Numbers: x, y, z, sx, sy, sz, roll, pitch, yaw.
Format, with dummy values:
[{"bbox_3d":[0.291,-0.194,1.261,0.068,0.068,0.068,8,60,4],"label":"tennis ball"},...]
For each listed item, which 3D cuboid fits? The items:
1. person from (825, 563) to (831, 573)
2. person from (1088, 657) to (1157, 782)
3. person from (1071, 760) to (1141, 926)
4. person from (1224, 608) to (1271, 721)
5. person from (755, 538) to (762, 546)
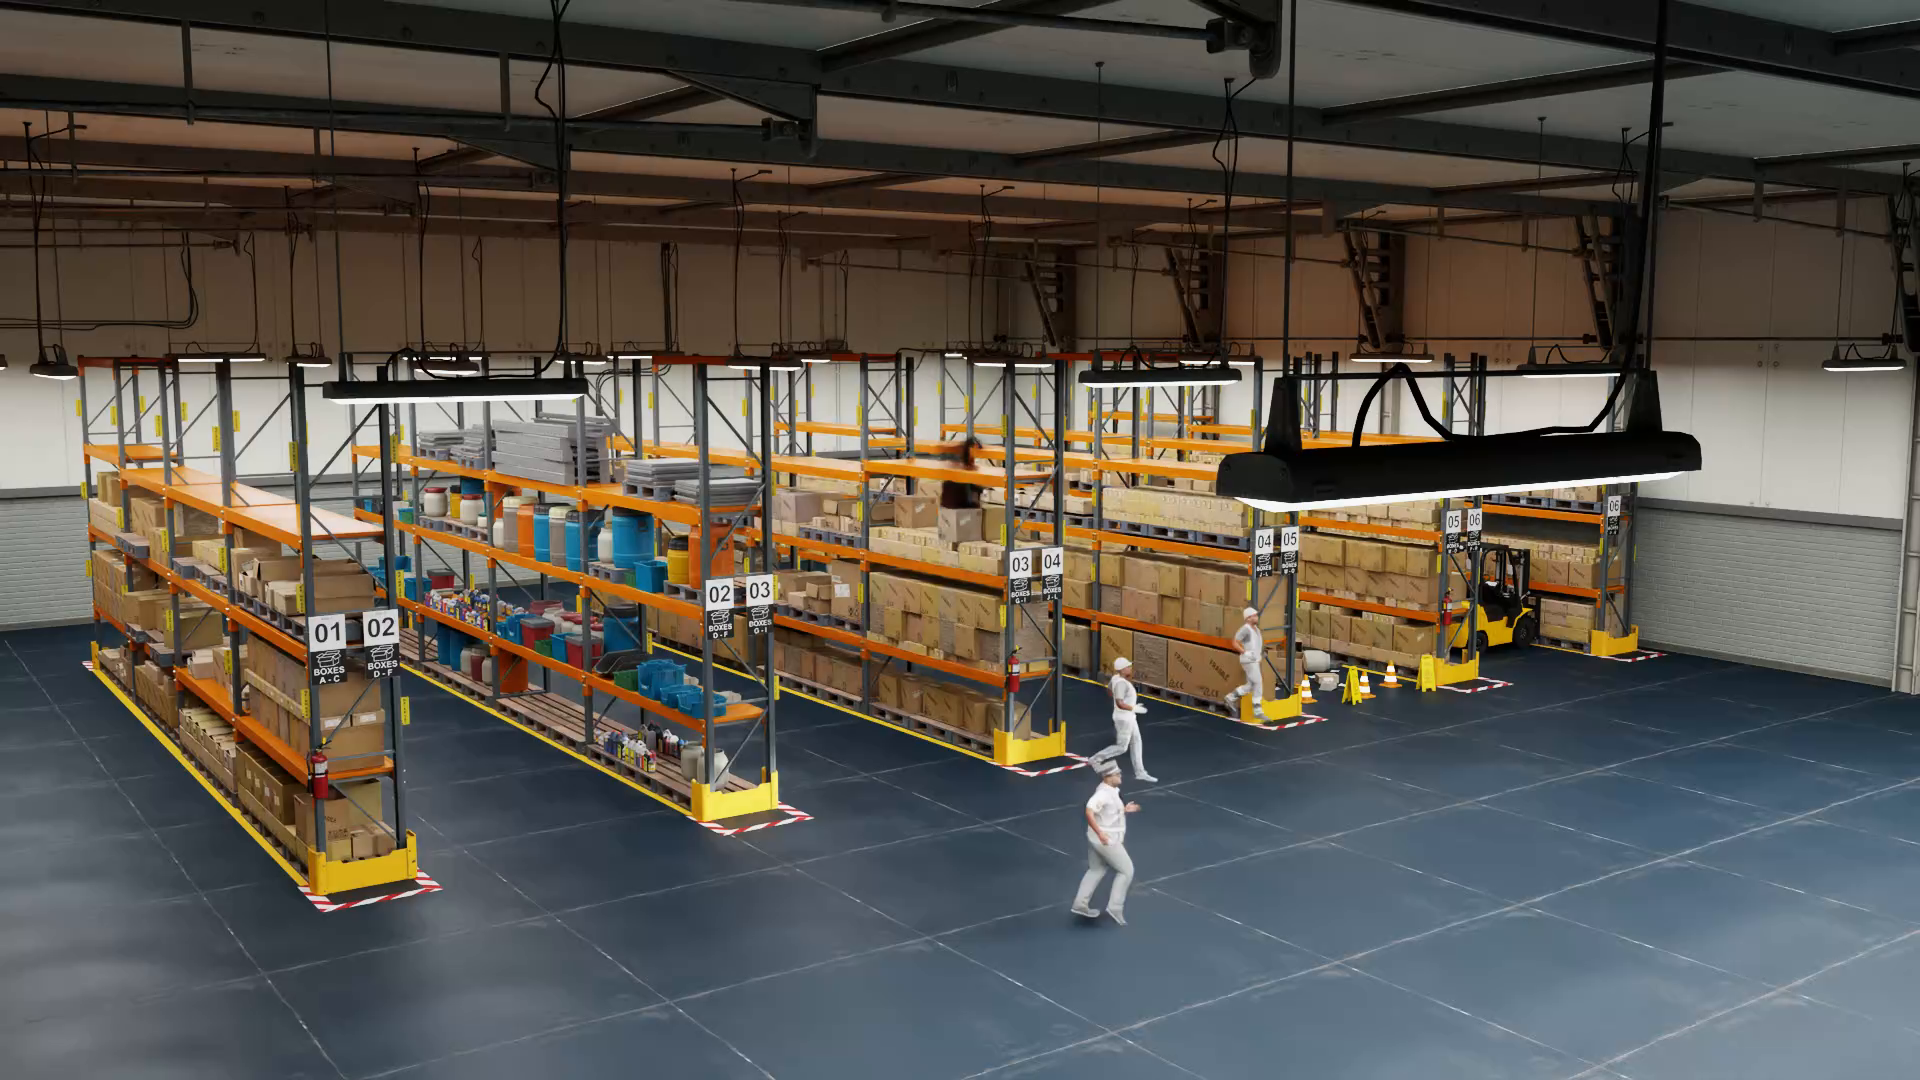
[{"bbox_3d":[-3.157,0.269,43.063,0.846,1.772,0.657,-4,8,-27],"label":"person"},{"bbox_3d":[2.306,2.538,23.474,0.983,1.775,0.711,1,7,8],"label":"person"},{"bbox_3d":[1.593,3.292,18.078,0.777,1.860,0.624,-1,7,-7],"label":"person"},{"bbox_3d":[4.616,1.969,26.584,0.806,1.796,0.711,4,8,31],"label":"person"},{"bbox_3d":[-4.662,0.815,38.460,0.722,1.849,0.764,-4,8,-30],"label":"person"}]
